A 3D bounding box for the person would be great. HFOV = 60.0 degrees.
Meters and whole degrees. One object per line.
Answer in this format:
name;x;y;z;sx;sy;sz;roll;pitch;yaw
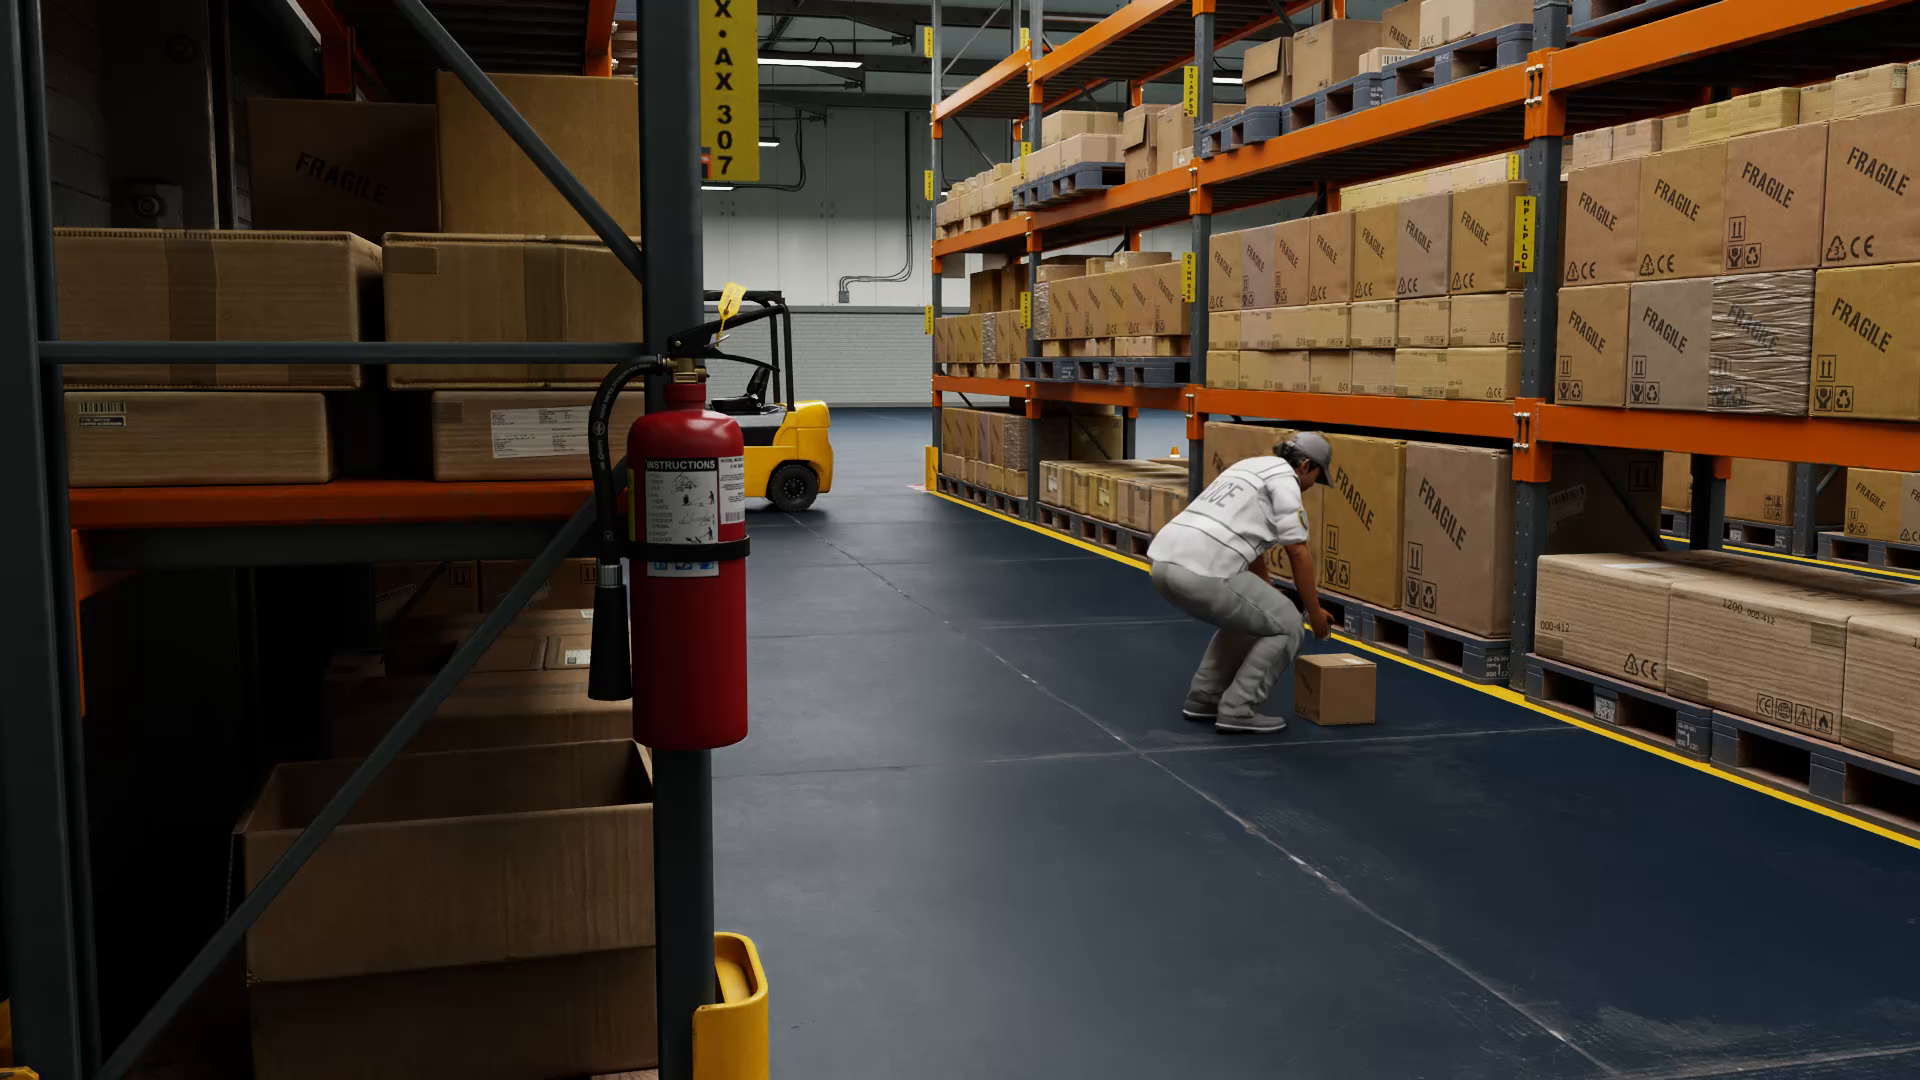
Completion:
person;1.168;0.161;6.847;0.806;1.207;0.536;-2;6;-14
